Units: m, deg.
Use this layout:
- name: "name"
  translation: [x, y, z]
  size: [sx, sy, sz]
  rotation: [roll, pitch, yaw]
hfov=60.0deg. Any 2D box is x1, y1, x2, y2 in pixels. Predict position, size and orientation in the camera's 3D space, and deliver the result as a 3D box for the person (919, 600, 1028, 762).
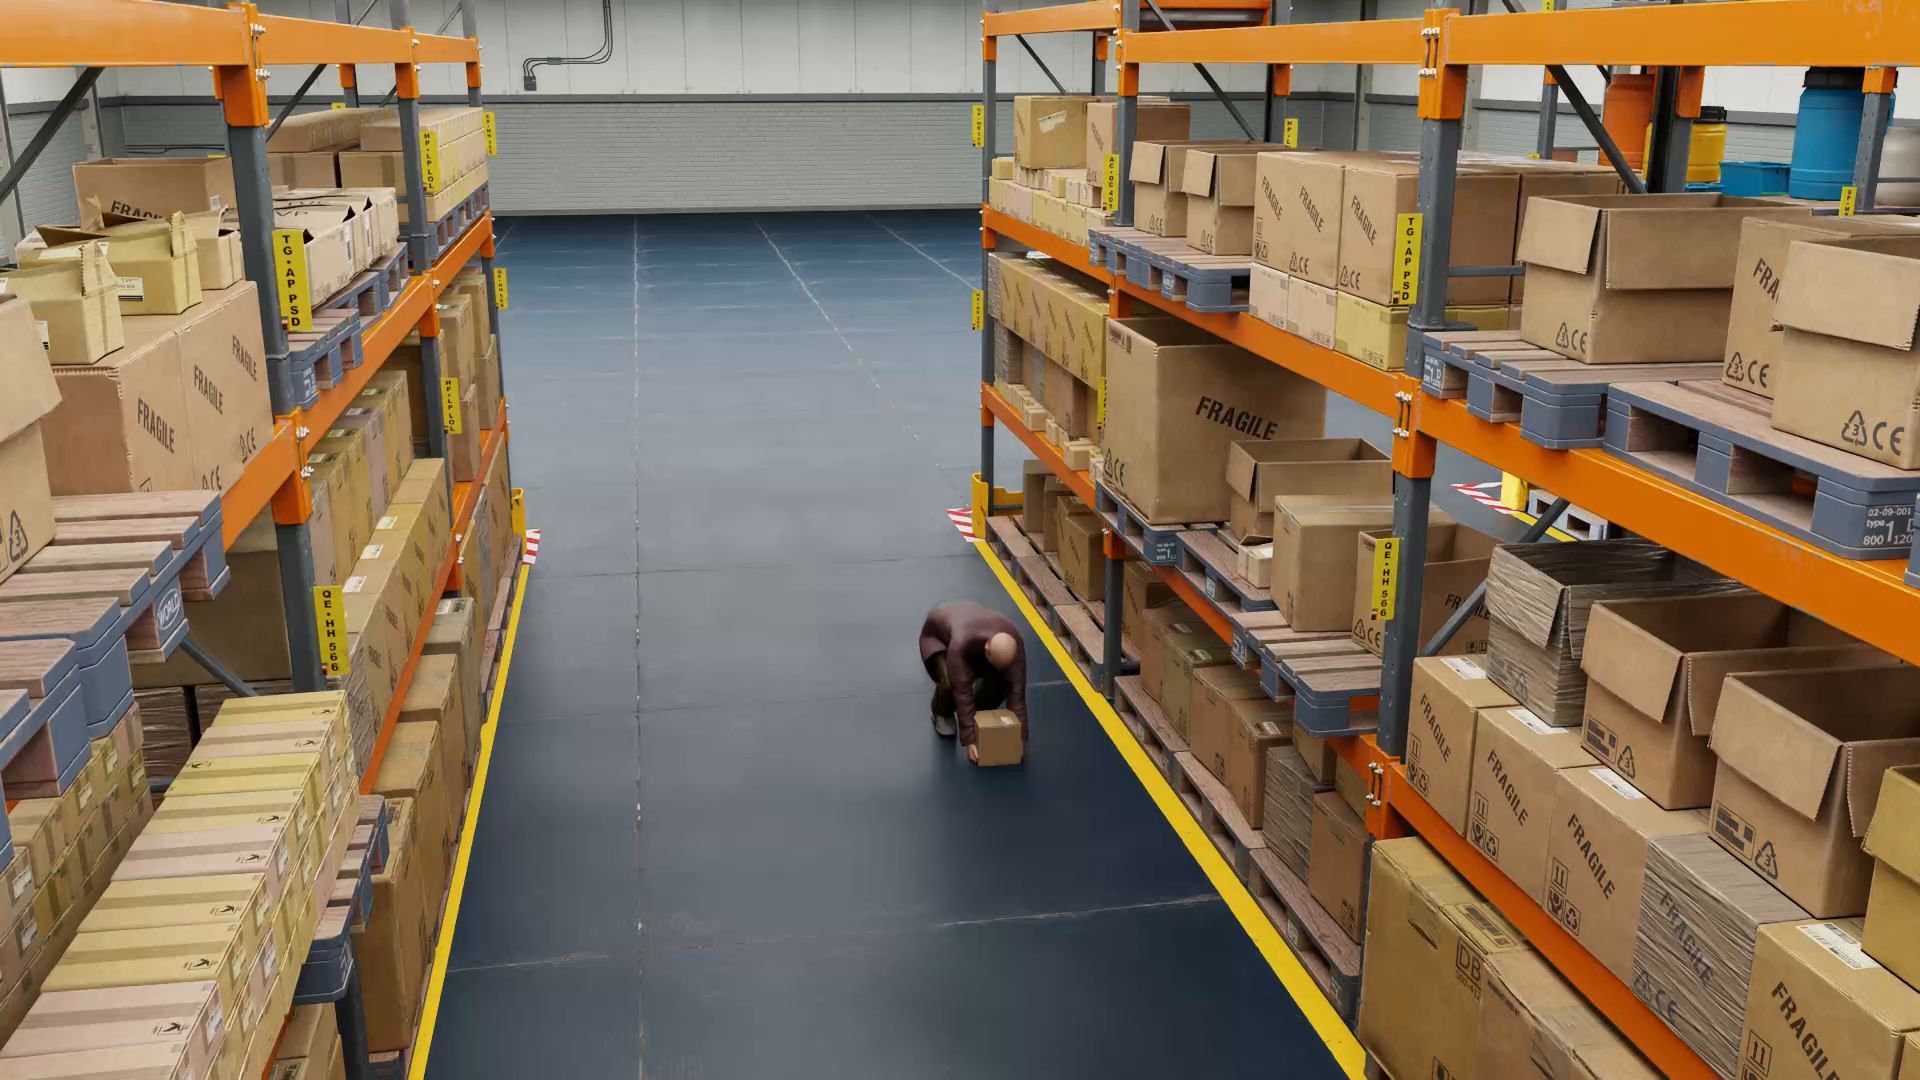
- name: "person"
  translation: [0.086, 0.816, 10.025]
  size: [0.573, 0.823, 0.972]
  rotation: [-6, 17, -20]
